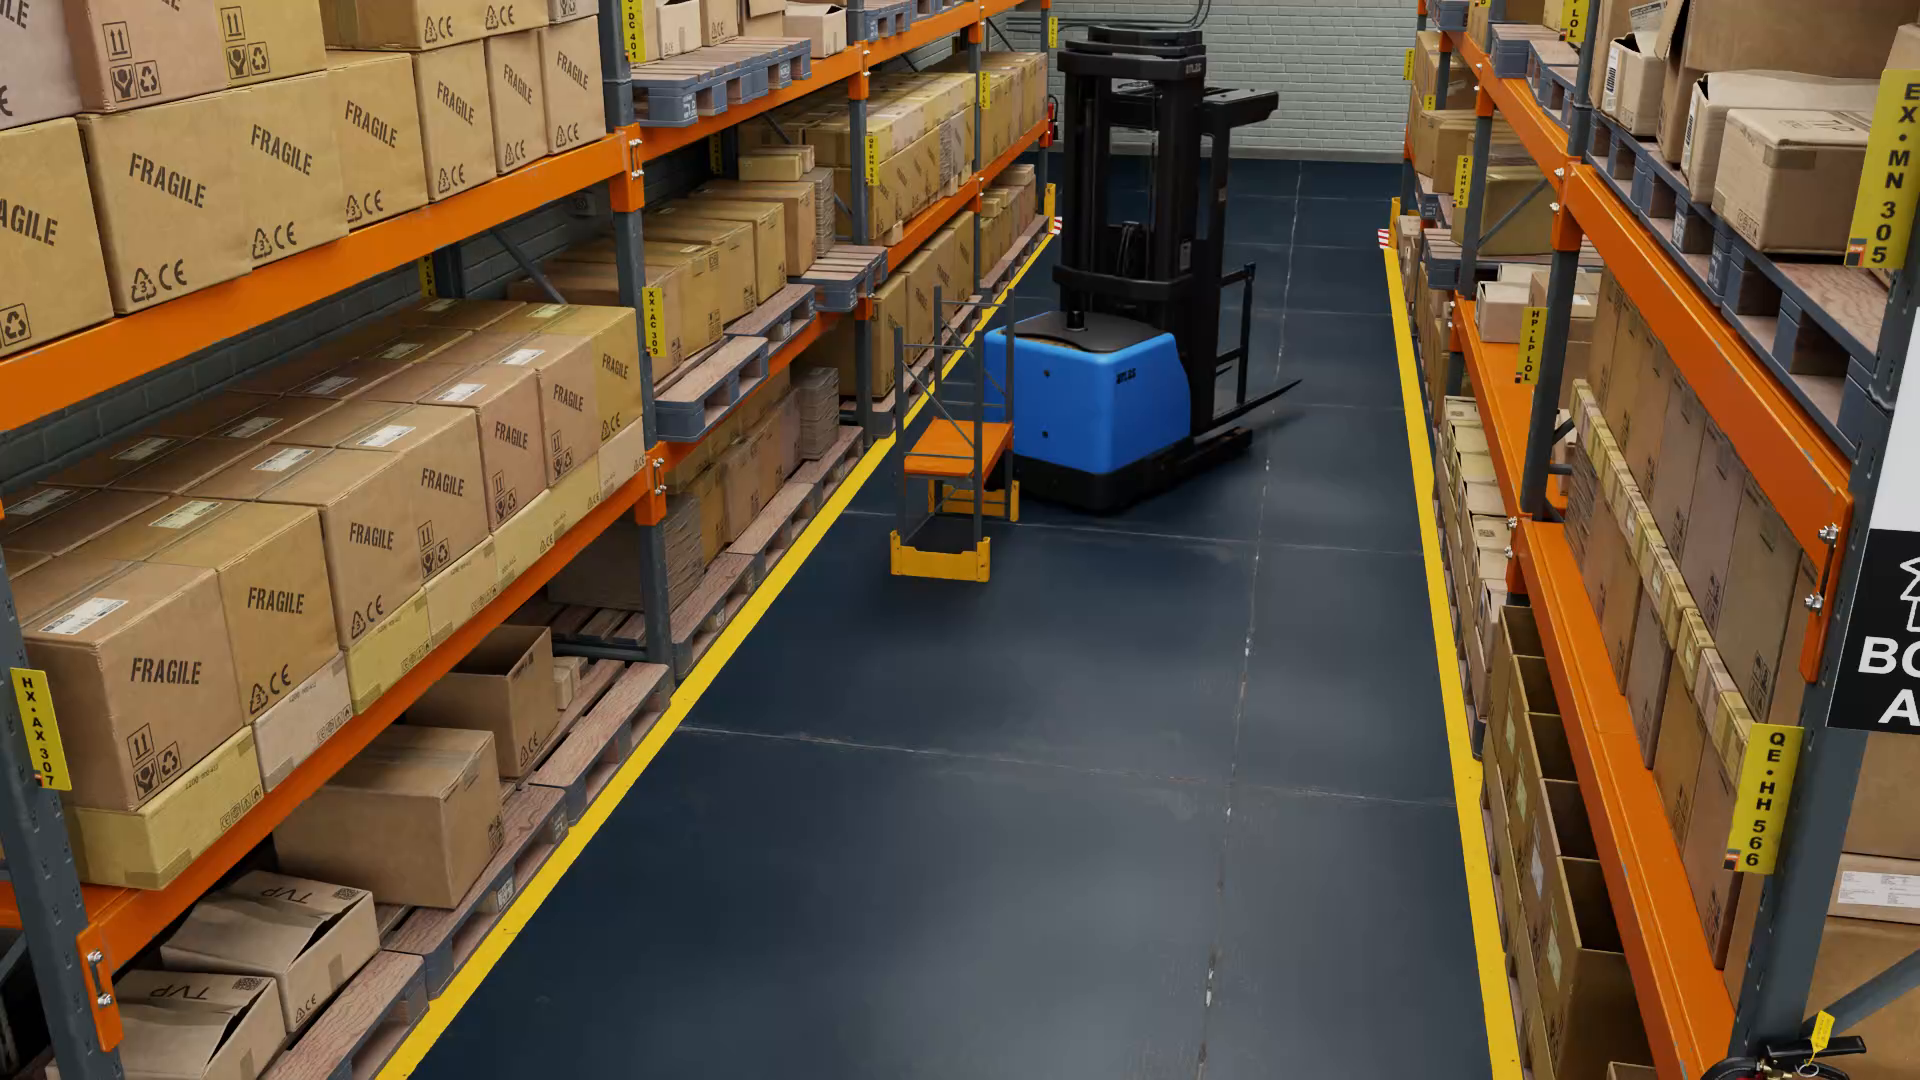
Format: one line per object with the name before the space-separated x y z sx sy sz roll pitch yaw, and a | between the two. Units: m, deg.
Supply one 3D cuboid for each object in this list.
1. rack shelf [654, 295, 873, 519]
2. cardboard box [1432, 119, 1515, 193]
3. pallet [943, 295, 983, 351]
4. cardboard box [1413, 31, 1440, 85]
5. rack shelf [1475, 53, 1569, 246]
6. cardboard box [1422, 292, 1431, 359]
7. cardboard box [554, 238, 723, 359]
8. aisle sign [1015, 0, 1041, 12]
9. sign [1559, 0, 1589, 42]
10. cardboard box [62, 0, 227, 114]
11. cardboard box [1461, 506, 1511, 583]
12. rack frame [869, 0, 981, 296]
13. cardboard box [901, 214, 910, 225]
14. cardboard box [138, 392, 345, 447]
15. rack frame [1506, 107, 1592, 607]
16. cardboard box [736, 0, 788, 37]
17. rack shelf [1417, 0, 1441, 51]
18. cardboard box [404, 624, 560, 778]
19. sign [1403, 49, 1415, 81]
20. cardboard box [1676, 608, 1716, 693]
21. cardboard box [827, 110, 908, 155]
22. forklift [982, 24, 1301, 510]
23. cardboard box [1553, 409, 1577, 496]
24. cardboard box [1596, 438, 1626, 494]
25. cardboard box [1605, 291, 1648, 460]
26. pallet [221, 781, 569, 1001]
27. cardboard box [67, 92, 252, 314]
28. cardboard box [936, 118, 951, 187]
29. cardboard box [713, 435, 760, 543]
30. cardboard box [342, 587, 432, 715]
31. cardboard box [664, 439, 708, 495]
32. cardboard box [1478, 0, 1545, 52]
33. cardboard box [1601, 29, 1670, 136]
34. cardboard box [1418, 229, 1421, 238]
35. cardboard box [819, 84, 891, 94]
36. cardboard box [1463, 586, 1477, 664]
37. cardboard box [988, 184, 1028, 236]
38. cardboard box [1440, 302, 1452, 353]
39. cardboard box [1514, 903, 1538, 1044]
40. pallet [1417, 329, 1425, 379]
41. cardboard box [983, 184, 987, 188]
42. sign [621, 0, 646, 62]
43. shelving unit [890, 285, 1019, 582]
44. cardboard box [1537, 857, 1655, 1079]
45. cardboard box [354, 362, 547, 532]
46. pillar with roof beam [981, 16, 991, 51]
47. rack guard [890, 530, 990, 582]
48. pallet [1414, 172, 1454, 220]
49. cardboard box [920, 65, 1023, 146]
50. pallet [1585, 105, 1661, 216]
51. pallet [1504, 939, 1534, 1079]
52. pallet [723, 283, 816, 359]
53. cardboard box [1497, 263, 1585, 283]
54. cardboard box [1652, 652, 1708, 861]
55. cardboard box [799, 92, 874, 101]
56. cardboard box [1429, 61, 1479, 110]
rack shelf | -1.539 -1.039 9.882 1.077 0.370 4.000 4 22 11
cardboard box | 4.141 -3.020 13.141 0.700 0.500 0.500 8 23 19
pallet | -0.399 -1.986 15.002 1.003 0.211 1.213 4 22 11
cardboard box | 5.003 -5.022 17.336 0.500 0.500 0.500 5 23 13
rack shelf | 3.311 -2.055 8.388 1.077 0.370 4.000 4 22 11
cardboard box | 3.991 -1.699 13.315 0.500 0.500 0.500 5 22 12
cardboard box | -1.689 -1.280 8.793 0.700 0.500 0.500 7 23 16
aisle sign | 0.809 -6.240 18.352 0.394 0.787 0.004 4 22 11
sign | 2.369 -2.080 6.376 0.100 0.325 0.005 4 22 11
cardboard box | -2.296 -1.392 4.280 0.500 0.500 0.500 4 22 10
cardboard box | 2.909 0.012 8.676 0.500 0.311 0.500 4 22 11
rack frame | -0.315 -3.568 15.196 1.000 3.000 0.127 4 22 11
cardboard box | -0.602 -2.573 13.036 0.380 0.149 0.250 5 22 12
cardboard box | -2.559 -0.212 6.035 0.500 0.500 0.500 5 22 12
rack frame | 2.903 -0.265 6.998 1.000 3.000 0.127 4 22 11
cardboard box | -1.487 -3.086 9.821 0.797 0.503 0.637 8 23 18
rack shelf | 4.943 -4.980 15.652 1.077 0.370 4.000 4 22 11
cardboard box | -2.120 0.696 7.367 0.500 0.500 0.500 3 22 7
sign | 4.820 -5.097 17.835 0.100 0.325 0.005 4 22 11
cardboard box | 2.189 0.319 4.545 0.380 0.149 0.250 5 23 13
cardboard box | -0.677 -2.989 12.198 0.500 0.250 0.500 4 22 10
forklift | 1.440 -2.034 11.481 1.130 2.935 3.031 16 27 35
cardboard box | 2.960 -0.379 7.481 0.500 0.250 0.500 6 23 14
cardboard box | 2.504 -0.247 5.949 0.380 0.149 0.250 4 22 10
cardboard box | 2.716 -0.566 5.873 0.700 0.500 0.500 4 22 11
pallet | -2.297 1.348 6.725 1.003 0.211 1.213 4 22 11
cardboard box | -2.306 -0.923 4.454 0.500 0.500 0.500 6 23 14
cardboard box | -0.368 -3.203 13.732 0.500 0.500 0.500 4 22 11
cardboard box | -1.614 -0.333 9.923 0.700 0.500 0.500 5 22 12
cardboard box | -2.152 0.350 5.642 0.500 0.250 0.500 4 22 10
cardboard box | -1.727 -0.466 9.249 0.500 0.250 0.500 4 22 10
cardboard box | 3.775 -3.328 10.453 0.910 0.500 0.500 4 22 11
cardboard box | 2.432 -1.514 5.451 0.500 0.311 0.500 3 22 8
cardboard box | 4.913 -2.925 16.353 0.797 0.503 0.637 4 22 11
cardboard box | -0.862 -3.585 13.677 0.500 0.250 0.500 4 22 9
cardboard box | 2.808 0.457 8.323 0.500 0.250 0.500 4 22 10
cardboard box | 0.354 -3.619 18.108 0.700 0.500 0.500 4 22 11
cardboard box | 3.687 -1.502 11.820 0.500 0.250 0.500 5 23 13
cardboard box | 2.201 1.510 5.708 0.500 0.250 0.500 4 22 11
pallet | 4.406 -1.597 14.037 1.003 0.211 1.213 4 22 11
cardboard box | 0.081 -3.794 17.674 0.380 0.149 0.250 5 22 12
sign | -1.415 -2.234 7.179 0.100 0.325 0.005 4 22 11
shelving unit | -0.016 -0.668 10.004 0.587 1.500 1.083 4 22 11
cardboard box | 2.094 1.345 5.115 0.500 0.500 0.500 4 22 11
cardboard box | -1.951 -0.366 6.419 0.500 0.500 0.500 4 22 9
pillar with roof beam | 4.420 -8.538 19.509 9.100 9.000 0.400 4 22 11
rack guard | -0.117 0.094 9.785 0.587 0.250 0.087 4 22 11
pallet | 4.265 -2.818 13.593 1.003 0.211 1.213 4 22 11
cardboard box | 0.105 -4.437 16.954 0.980 0.700 0.700 3 22 8
pallet | 2.754 -1.302 5.674 1.003 0.211 1.213 4 22 11
pallet | 2.453 1.763 5.693 1.003 0.211 1.213 4 22 11
pallet | -1.495 -1.289 9.795 1.003 0.211 1.213 4 22 11
cardboard box | 3.602 -1.557 10.325 0.500 0.311 0.500 6 23 14
cardboard box | 2.404 0.608 4.696 0.700 0.500 0.500 5 22 11
cardboard box | -0.972 -3.395 13.204 0.500 0.250 0.500 4 22 10
cardboard box | 4.385 -3.906 14.565 0.500 0.500 0.500 5 22 11
